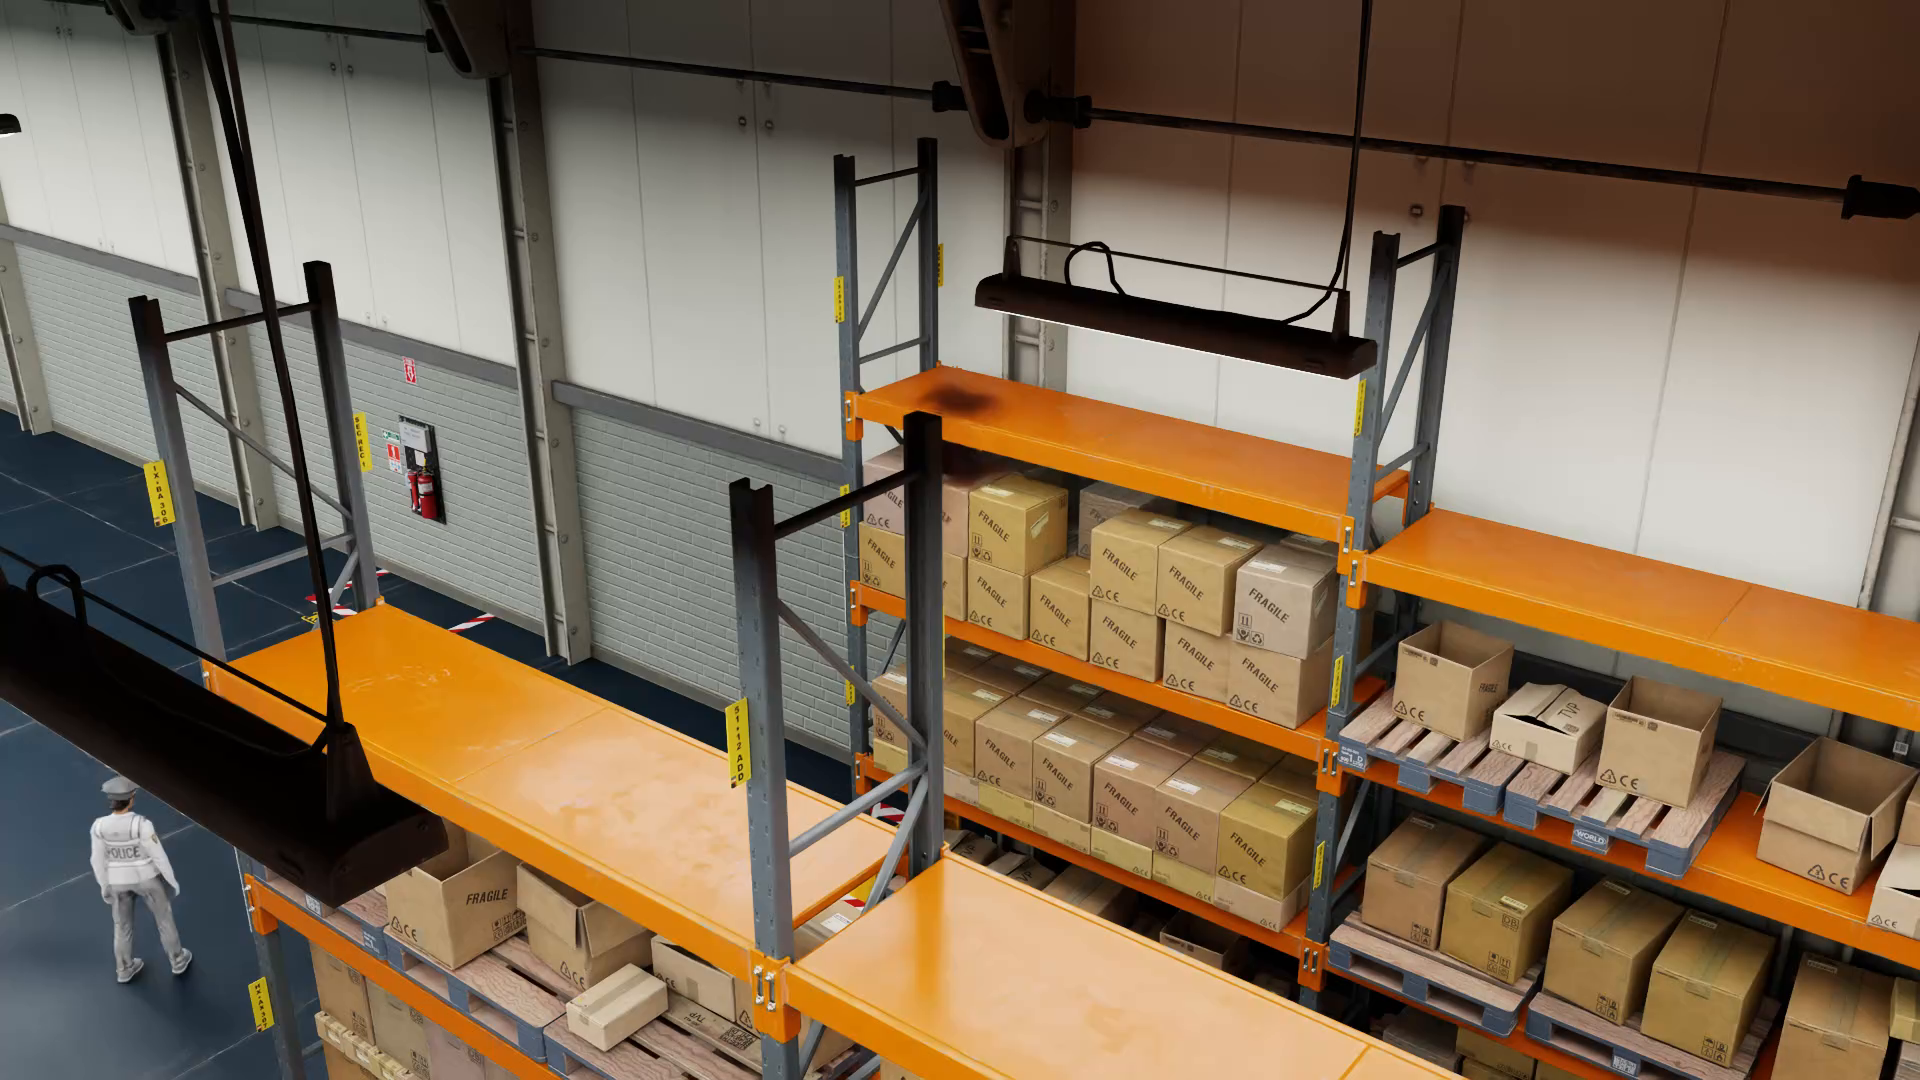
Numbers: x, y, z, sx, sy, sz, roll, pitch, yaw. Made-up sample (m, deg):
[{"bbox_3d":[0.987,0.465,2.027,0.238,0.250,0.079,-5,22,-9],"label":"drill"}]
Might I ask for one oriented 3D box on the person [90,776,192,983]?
[{"bbox_3d":[-6.129,2.533,12.425,0.550,1.669,0.393,-2,23,-5],"label":"person"}]
